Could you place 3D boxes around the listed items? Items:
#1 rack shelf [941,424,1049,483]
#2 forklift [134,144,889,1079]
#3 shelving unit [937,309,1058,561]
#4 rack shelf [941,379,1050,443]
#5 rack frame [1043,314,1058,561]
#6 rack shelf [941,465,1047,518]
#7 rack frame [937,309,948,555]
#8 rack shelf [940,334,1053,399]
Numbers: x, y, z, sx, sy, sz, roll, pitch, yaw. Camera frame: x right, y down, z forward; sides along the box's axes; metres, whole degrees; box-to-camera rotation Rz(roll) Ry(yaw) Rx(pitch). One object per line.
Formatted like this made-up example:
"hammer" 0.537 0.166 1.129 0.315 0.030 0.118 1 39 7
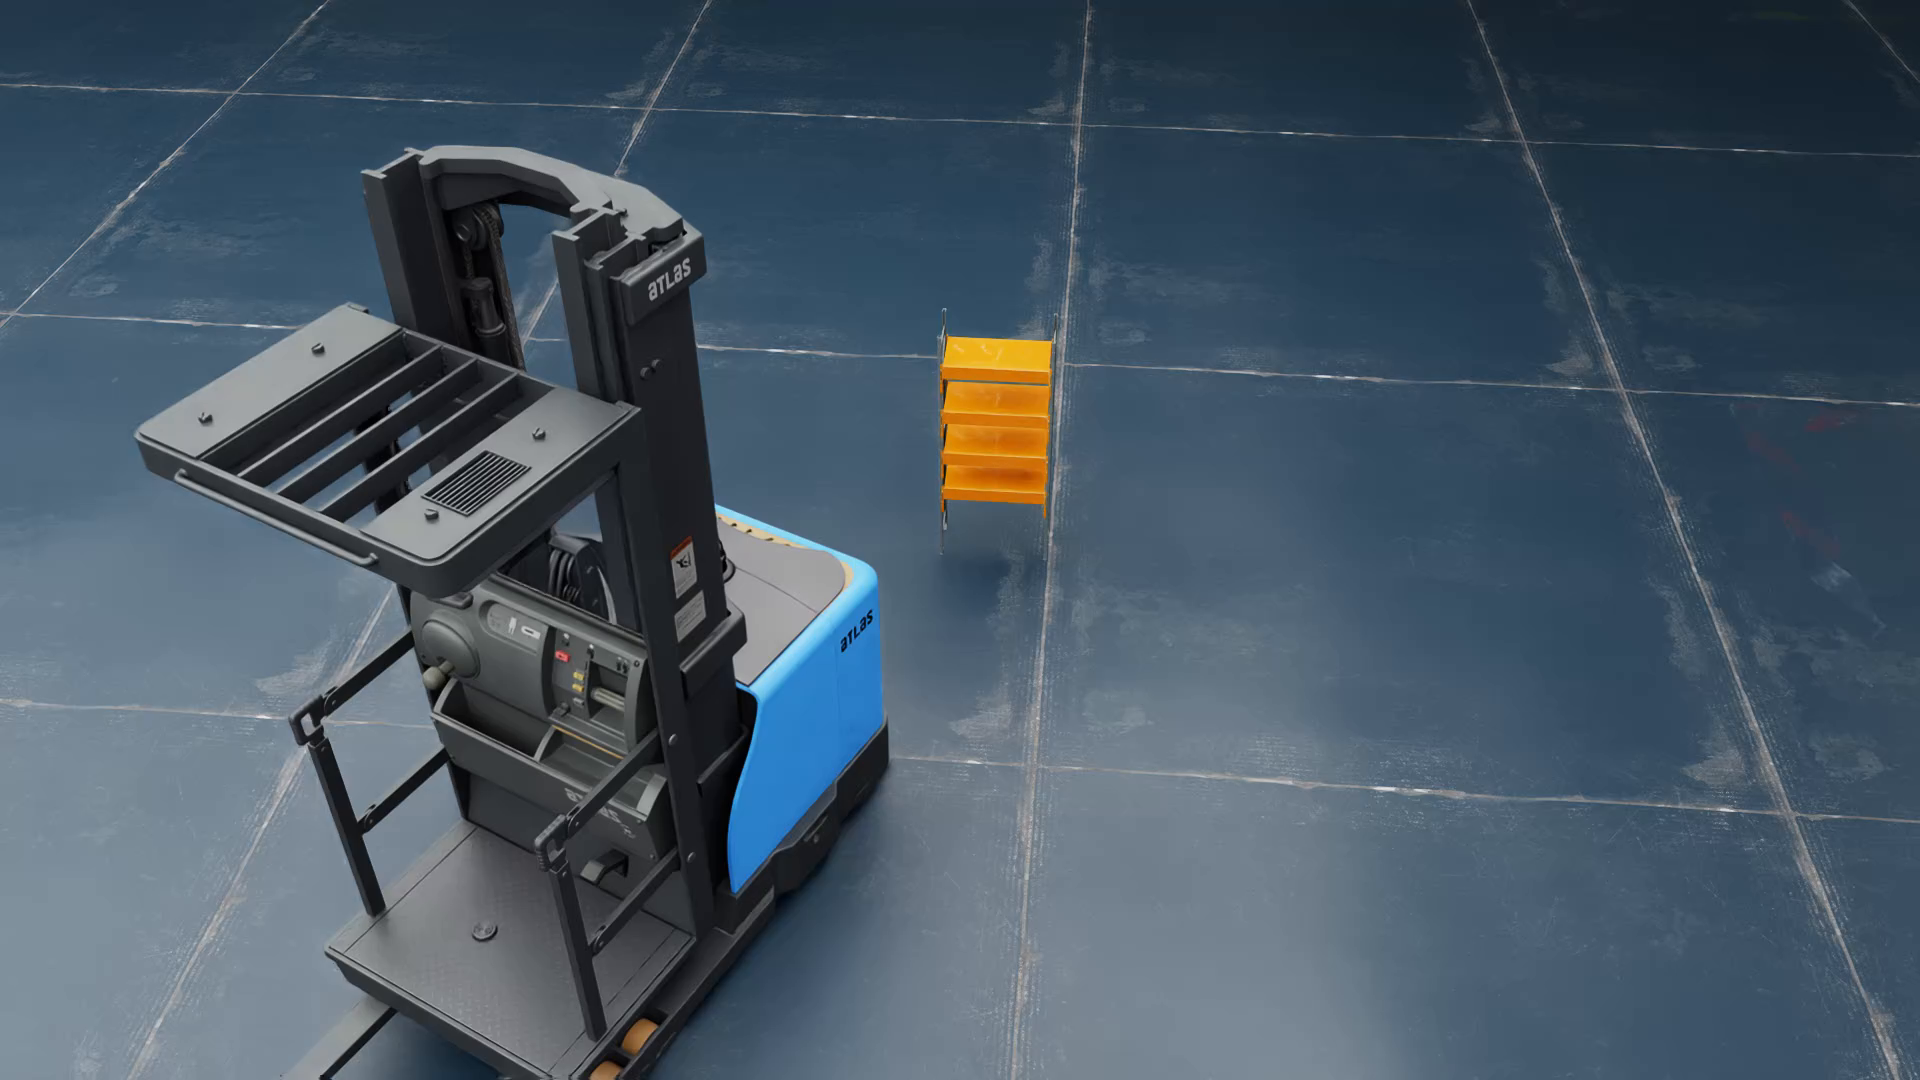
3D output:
"rack shelf" 0.165 -0.404 7.573 0.480 0.148 0.258 3 39 4
"forklift" -1.466 0.441 5.057 1.130 2.935 3.031 20 43 23
"shelving unit" 0.165 -0.456 7.531 0.503 1.200 0.258 3 39 4
"rack shelf" 0.165 -0.578 7.432 0.480 0.148 0.258 3 39 4
"rack frame" 0.408 -0.443 7.514 0.015 1.200 0.240 3 39 4
"rack shelf" 0.165 -0.250 7.698 0.480 0.148 0.258 3 39 4
"rack frame" -0.078 -0.470 7.547 0.015 1.200 0.240 3 39 4
"rack shelf" 0.165 -0.761 7.283 0.480 0.148 0.258 3 39 4
